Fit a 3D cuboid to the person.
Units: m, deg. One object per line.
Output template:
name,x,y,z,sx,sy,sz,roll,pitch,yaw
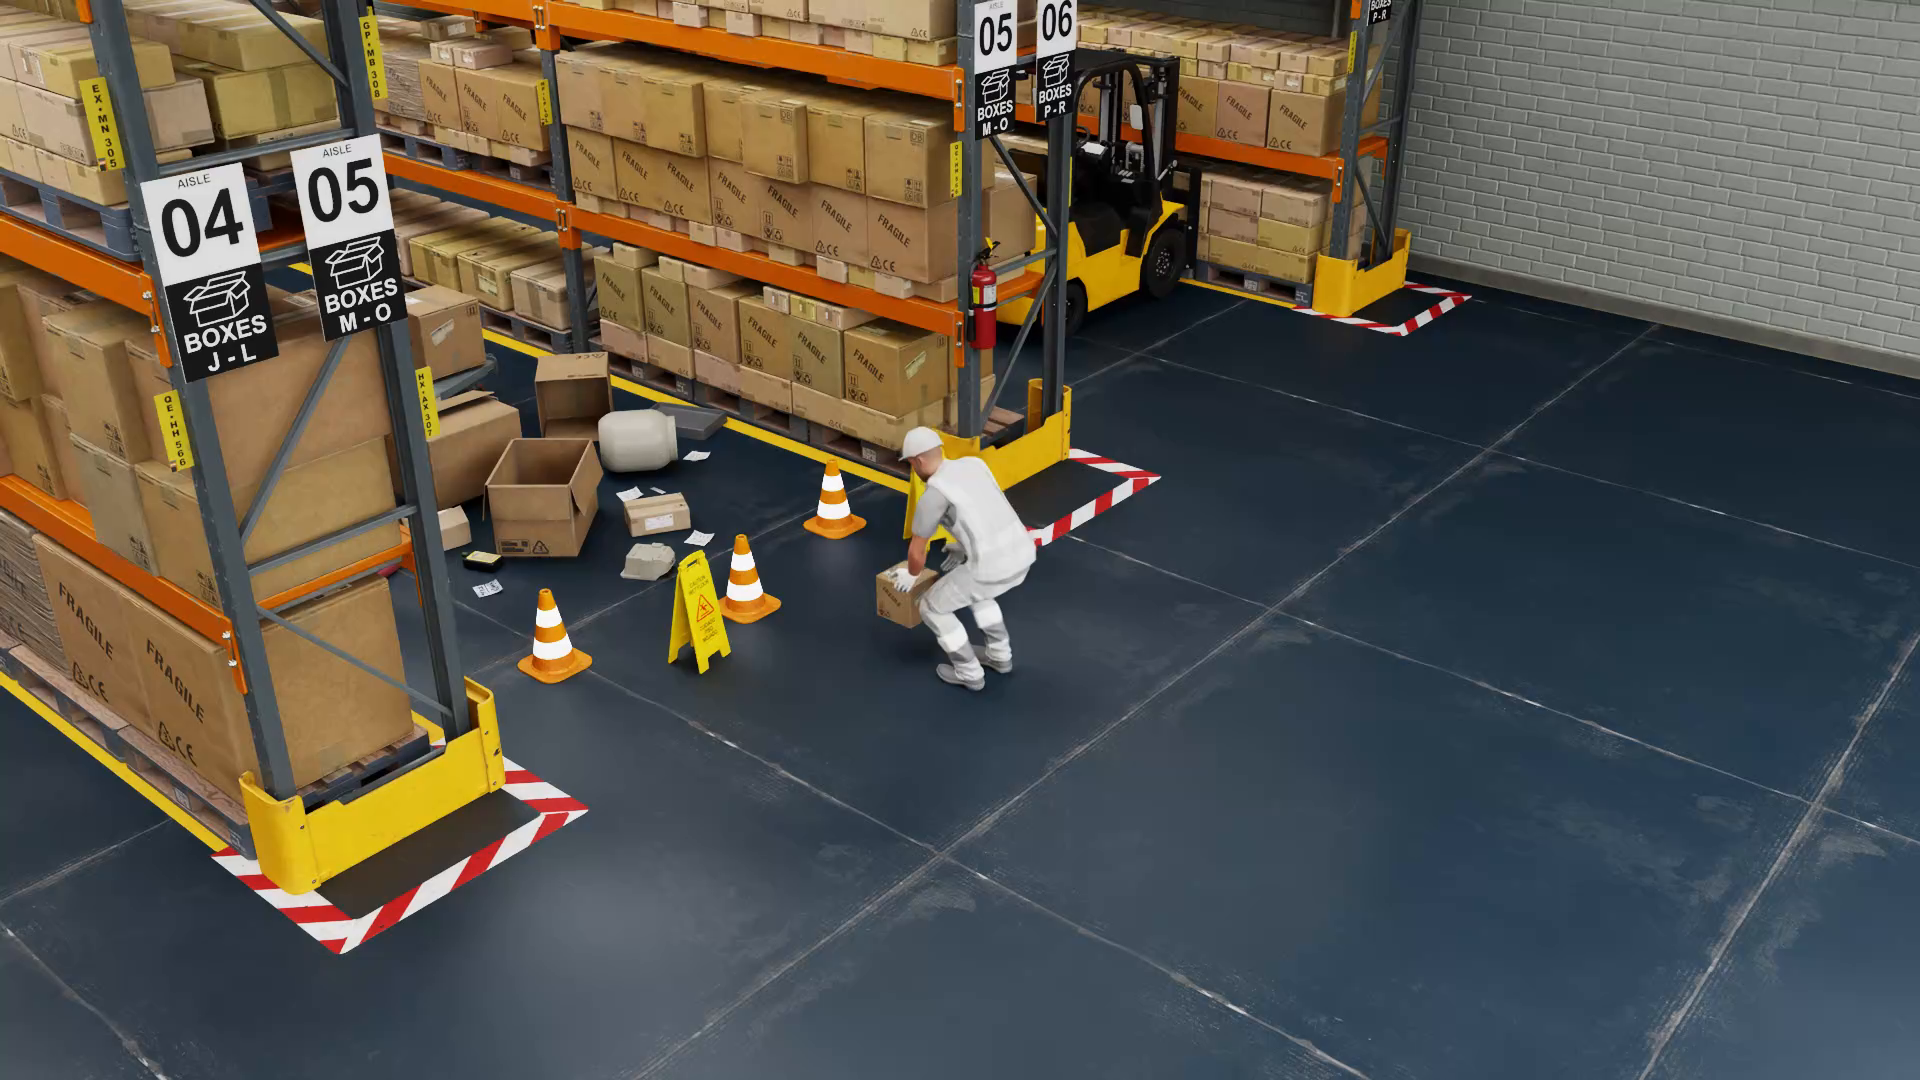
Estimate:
person,0.004,0.108,8.828,0.780,1.381,0.584,21,34,35
